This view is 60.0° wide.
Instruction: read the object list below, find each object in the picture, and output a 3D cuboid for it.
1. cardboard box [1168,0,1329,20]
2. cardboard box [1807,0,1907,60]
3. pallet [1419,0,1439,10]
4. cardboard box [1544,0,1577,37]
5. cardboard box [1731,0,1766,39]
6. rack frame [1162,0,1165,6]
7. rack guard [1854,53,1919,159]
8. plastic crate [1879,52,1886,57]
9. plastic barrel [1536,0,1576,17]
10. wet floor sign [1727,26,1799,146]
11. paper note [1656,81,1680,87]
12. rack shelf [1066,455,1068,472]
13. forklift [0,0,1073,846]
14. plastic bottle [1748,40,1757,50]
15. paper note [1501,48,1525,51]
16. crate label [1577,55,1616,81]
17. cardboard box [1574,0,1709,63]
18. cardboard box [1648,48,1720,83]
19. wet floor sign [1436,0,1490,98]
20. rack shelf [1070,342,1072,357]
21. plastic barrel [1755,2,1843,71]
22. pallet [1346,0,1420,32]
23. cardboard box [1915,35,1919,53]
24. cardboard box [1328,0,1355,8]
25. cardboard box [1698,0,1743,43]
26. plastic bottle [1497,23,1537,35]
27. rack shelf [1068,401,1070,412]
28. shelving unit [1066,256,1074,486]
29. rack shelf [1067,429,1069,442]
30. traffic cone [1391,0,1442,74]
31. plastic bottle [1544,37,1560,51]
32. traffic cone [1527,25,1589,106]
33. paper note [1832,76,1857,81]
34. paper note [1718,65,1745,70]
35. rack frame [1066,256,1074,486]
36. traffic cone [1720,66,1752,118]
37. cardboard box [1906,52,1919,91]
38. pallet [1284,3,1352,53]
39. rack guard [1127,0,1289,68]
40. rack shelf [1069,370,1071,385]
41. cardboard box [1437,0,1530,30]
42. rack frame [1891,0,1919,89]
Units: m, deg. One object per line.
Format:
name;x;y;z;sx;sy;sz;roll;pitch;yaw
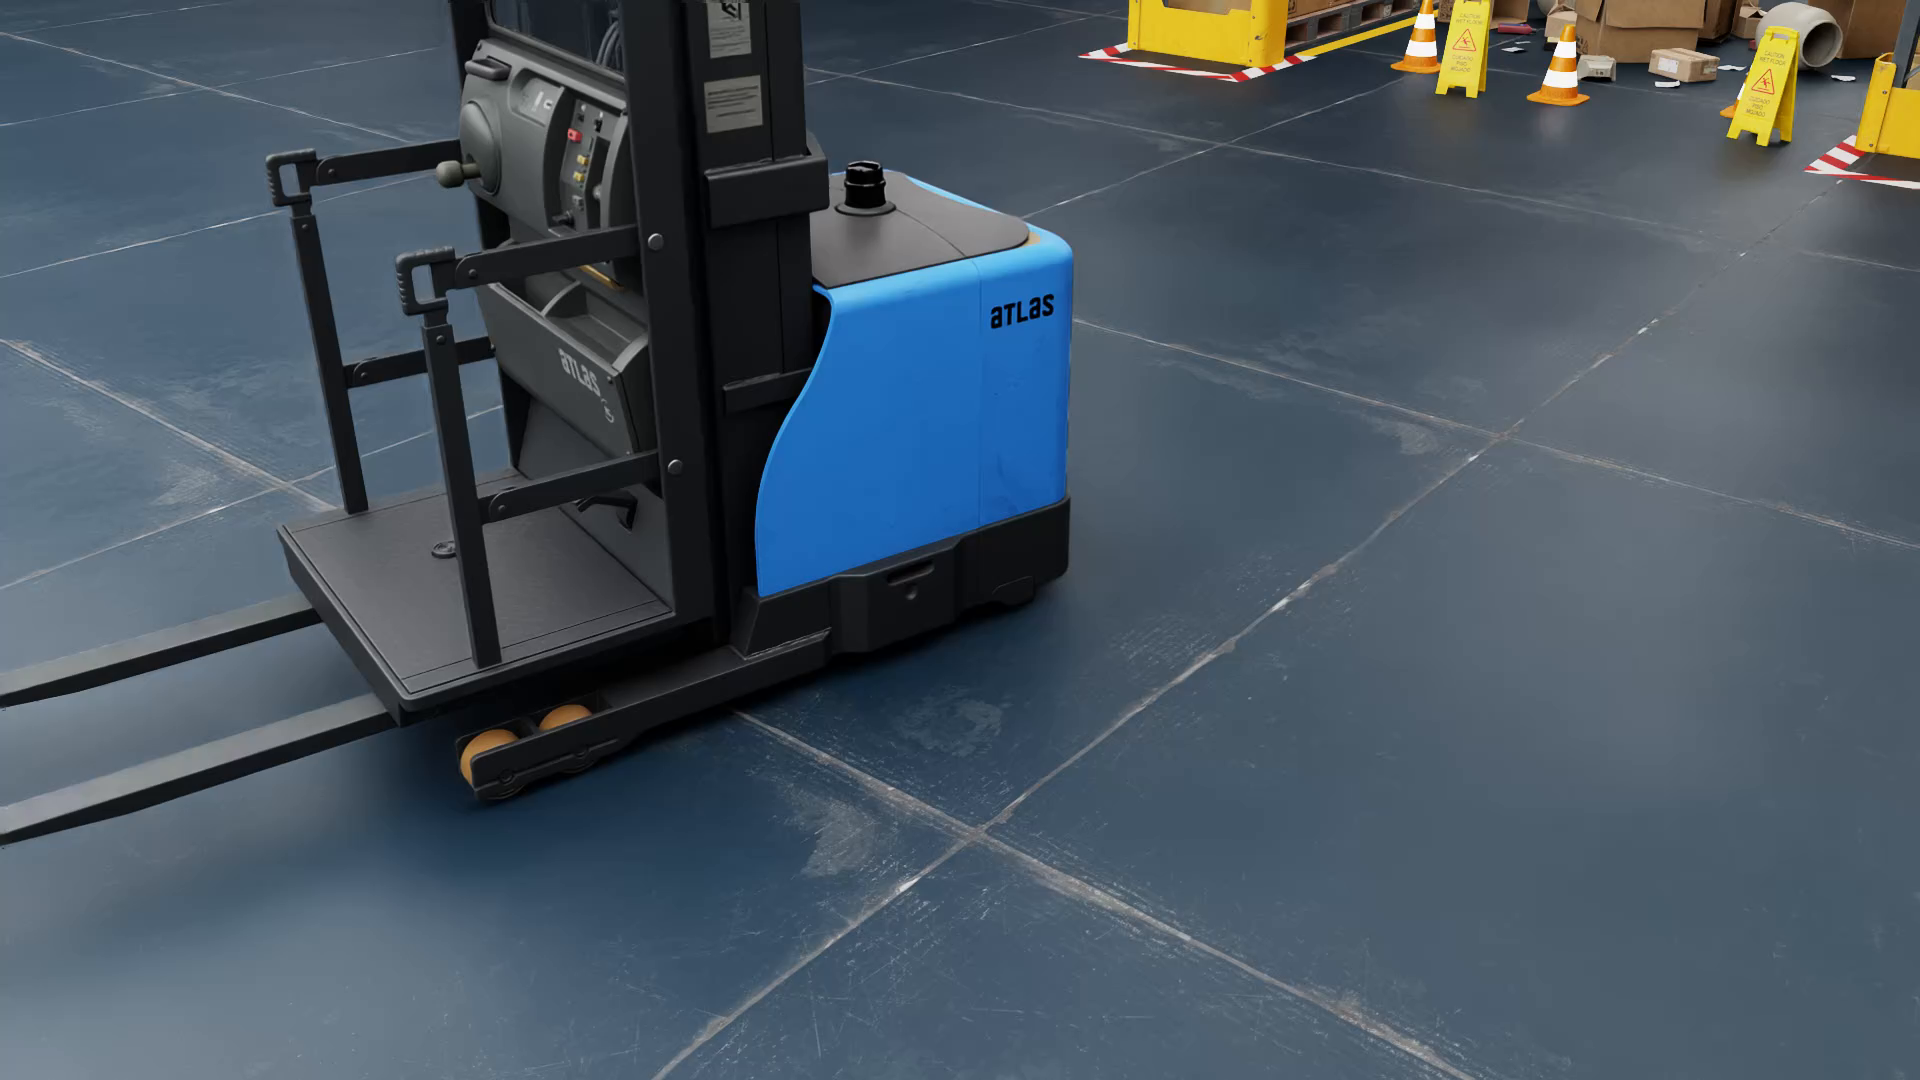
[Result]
cardboard box;2.165;-4.368;12.285;0.875;0.875;0.875;21;34;35
cardboard box;6.481;-3.782;12.013;0.500;0.500;0.500;-5;28;-9
pallet;3.784;-4.799;14.296;1.003;0.211;1.213;21;34;34
cardboard box;4.656;-3.922;12.542;0.258;0.266;0.396;-21;34;-35
cardboard box;6.038;-3.997;12.688;0.258;0.266;0.396;0;27;0
rack frame;1.784;-4.866;11.391;1.000;3.000;0.127;21;34;34
rack guard;5.716;-2.372;9.290;1.175;0.500;0.348;21;34;34
plastic crate;6.581;-3.259;11.463;0.402;0.080;0.583;9;29;17
plastic barrel;4.791;-4.289;13.080;0.421;0.421;0.512;-5;28;-9
wet floor sign;4.722;-2.655;9.679;0.232;0.644;0.267;-15;31;-27
paper note;4.733;-3.053;11.118;0.148;0.019;0.142;9;29;17
rack shelf;0.182;-0.265;5.248;0.200;0.077;0.258;-18;32;-31
forklift;-1.177;-0.949;3.894;3.031;2.935;1.130;-18;32;-31
plastic bottle;5.944;-3.659;12.256;0.283;0.061;0.133;-21;34;-35
paper note;4.065;-3.591;12.161;0.142;0.017;0.144;-15;31;-27
crate label;4.326;-3.214;11.313;0.250;0.136;0.298;4;28;8
cardboard box;4.832;-3.709;11.872;0.797;0.503;0.637;0;27;0
cardboard box;4.943;-3.244;11.358;0.250;0.149;0.380;-10;29;-18
wet floor sign;3.294;-3.231;10.794;0.267;0.644;0.232;15;31;26
rack shelf;0.182;-0.585;5.082;0.200;0.077;0.258;-18;32;-31
plastic barrel;5.814;-3.485;11.527;0.421;0.421;0.512;-5;28;-9
pallet;3.009;-4.364;13.456;1.003;0.211;1.213;21;34;34
cardboard box;5.976;-3.114;9.723;0.500;0.500;0.500;21;34;35
cardboard box;2.723;-4.681;12.889;0.875;0.875;0.875;20;34;34
cardboard box;5.420;-4.103;12.486;0.797;0.637;0.503;21;34;34
plastic bottle;4.281;-3.925;12.770;0.283;0.061;0.133;9;29;17
rack shelf;0.182;-0.425;5.165;0.200;0.077;0.258;-18;32;-31
shelving unit;0.182;-0.455;5.150;0.210;0.900;0.258;-18;32;-31
rack shelf;0.182;-0.345;5.206;0.200;0.077;0.258;-18;32;-31
traffic cone;3.218;-3.512;11.536;0.336;0.463;0.334;21;34;34
plastic bottle;4.387;-3.667;12.272;0.133;0.061;0.283;9;29;17
traffic cone;3.873;-3.061;10.664;0.336;0.463;0.334;21;34;34
paper note;6.008;-3.145;11.297;0.142;0.019;0.148;9;29;17
paper note;5.389;-3.305;11.619;0.142;0.019;0.148;-15;31;-27
rack frame;0.265;-0.482;5.202;0.006;0.900;0.240;-18;32;-31
traffic cone;4.946;-2.858;10.270;0.336;0.463;0.334;21;34;34
cardboard box;5.990;-2.794;9.922;0.500;0.250;0.500;21;34;34
pallet;2.232;-3.934;12.624;1.003;0.211;1.213;21;34;34
rack guard;1.769;-3.747;11.949;1.175;0.500;0.348;21;34;34
rack shelf;0.182;-0.505;5.124;0.200;0.077;0.258;-18;32;-31
cardboard box;4.133;-4.325;13.063;0.500;0.500;0.500;-21;34;-35
rack frame;5.668;-3.455;8.664;1.000;3.000;0.127;21;34;34
